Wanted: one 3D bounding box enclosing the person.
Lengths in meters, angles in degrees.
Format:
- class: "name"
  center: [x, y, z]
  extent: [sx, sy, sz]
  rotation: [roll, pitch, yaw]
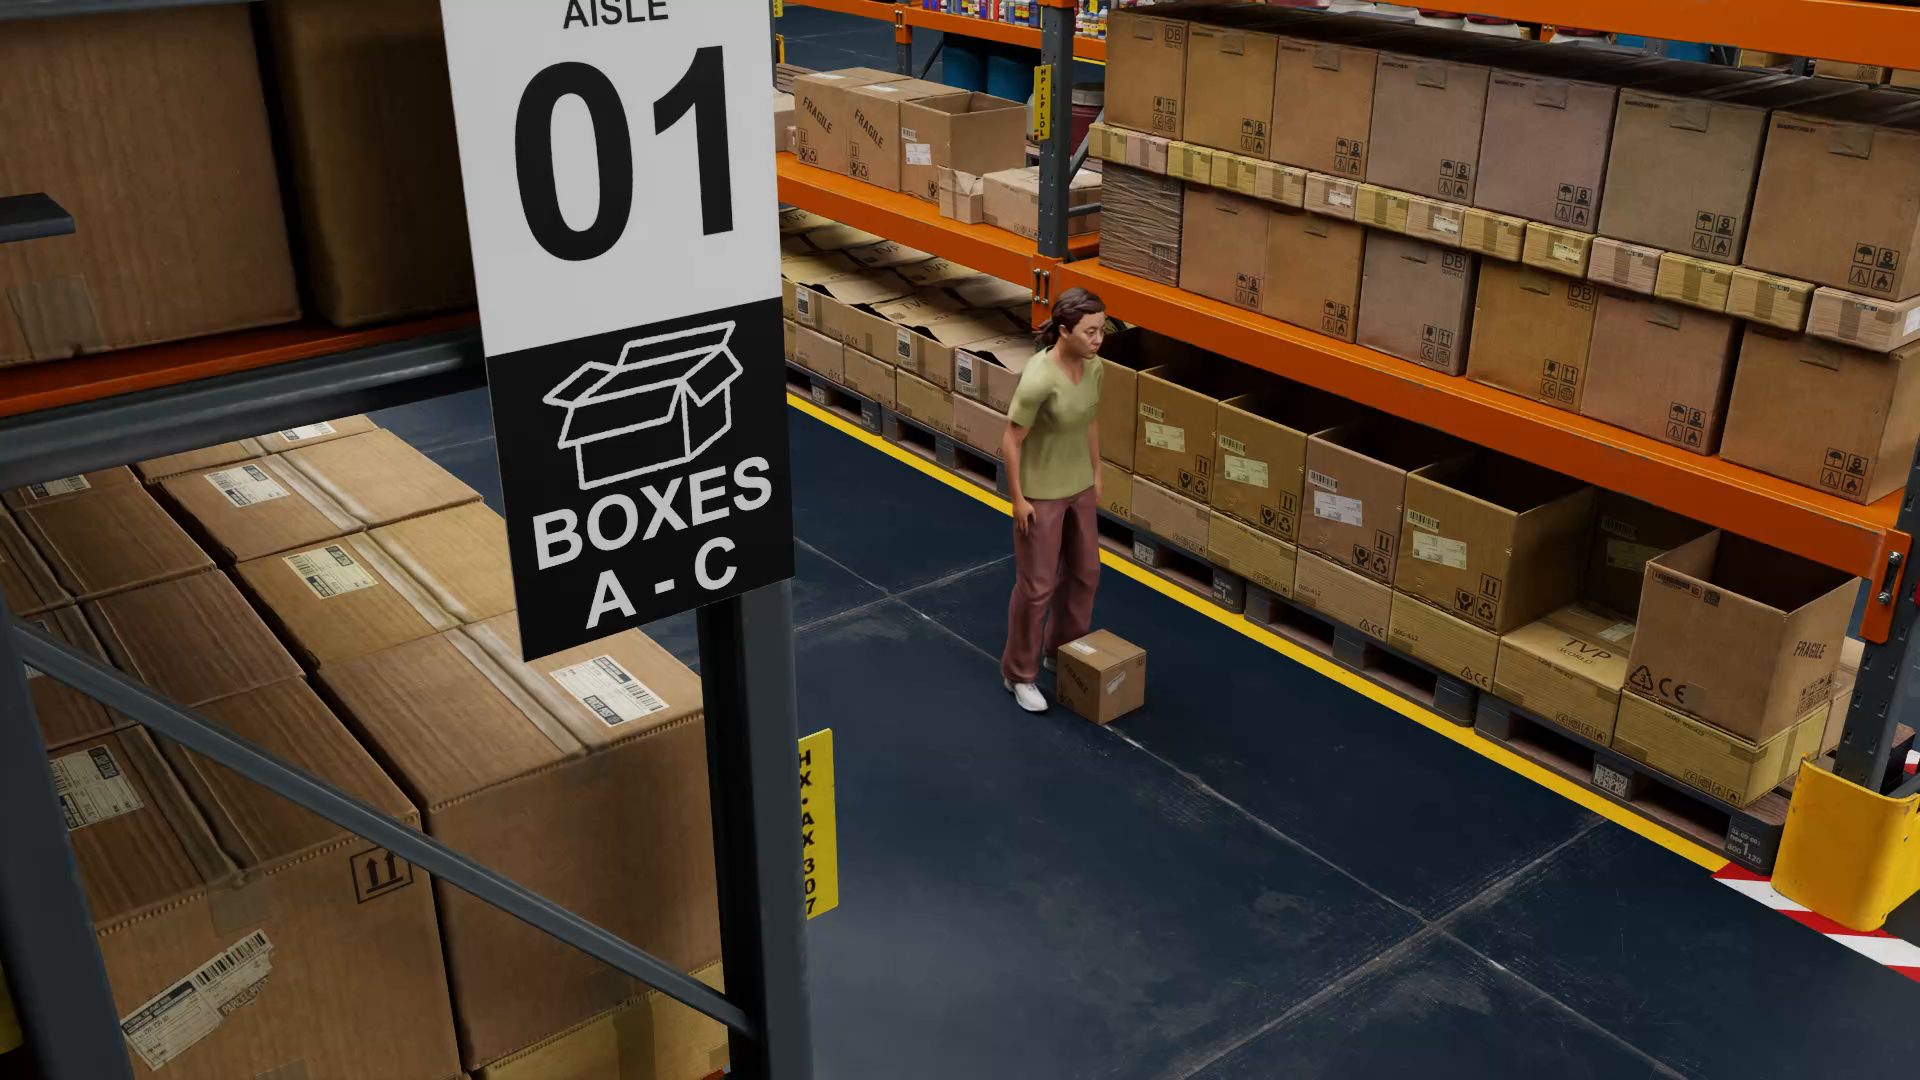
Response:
- class: "person"
  center: [0.386, -0.177, 6.491]
  extent: [0.519, 1.671, 0.362]
  rotation: [-21, 32, -38]
